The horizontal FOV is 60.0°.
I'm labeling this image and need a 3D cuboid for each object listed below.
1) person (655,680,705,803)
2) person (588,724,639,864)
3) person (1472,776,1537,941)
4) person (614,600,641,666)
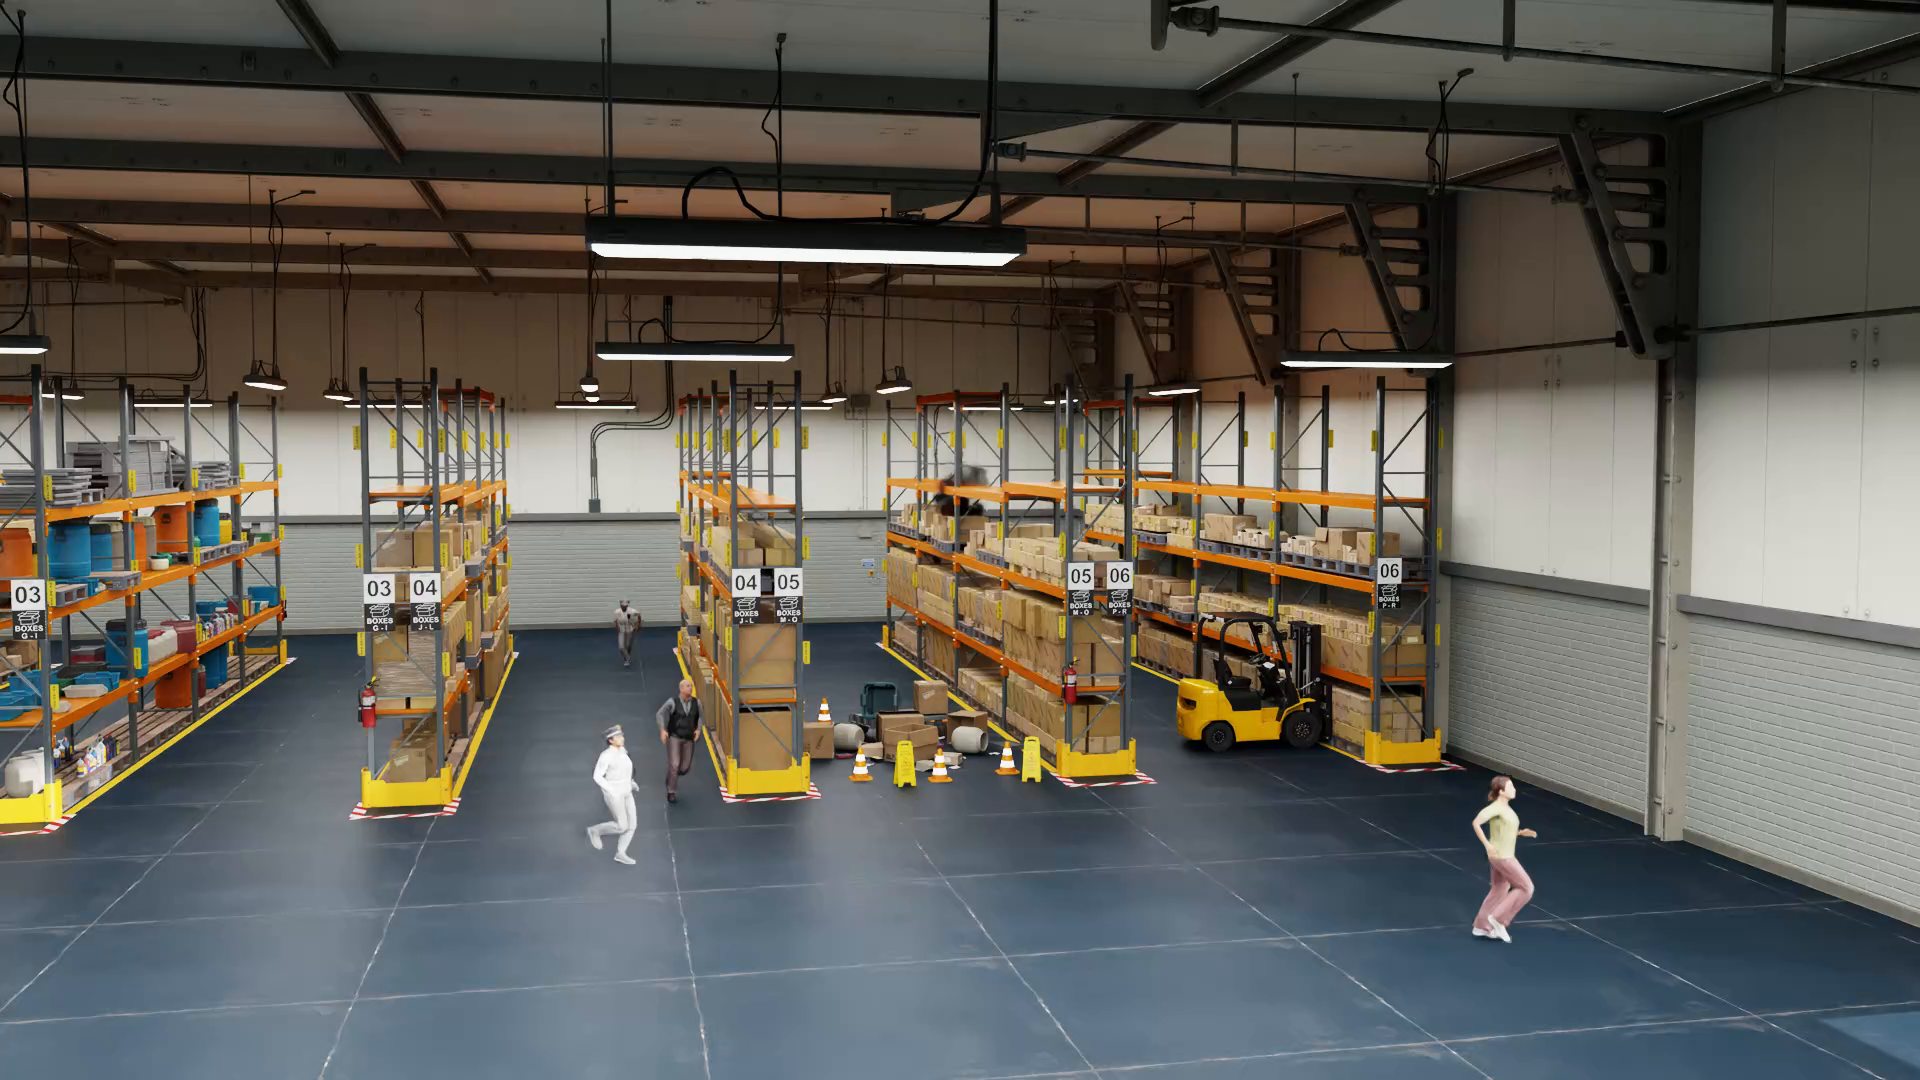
[{"bbox_3d":[-3.913,2.795,23.344,0.705,1.678,0.667,-2,4,-27],"label":"person"},{"bbox_3d":[-4.114,3.013,19.781,0.600,1.657,0.625,1,4,24],"label":"person"},{"bbox_3d":[5.442,3.171,16.606,0.599,1.639,0.565,1,4,23],"label":"person"},{"bbox_3d":[-7.418,2.060,37.135,0.586,1.528,0.806,0,3,-2],"label":"person"}]
